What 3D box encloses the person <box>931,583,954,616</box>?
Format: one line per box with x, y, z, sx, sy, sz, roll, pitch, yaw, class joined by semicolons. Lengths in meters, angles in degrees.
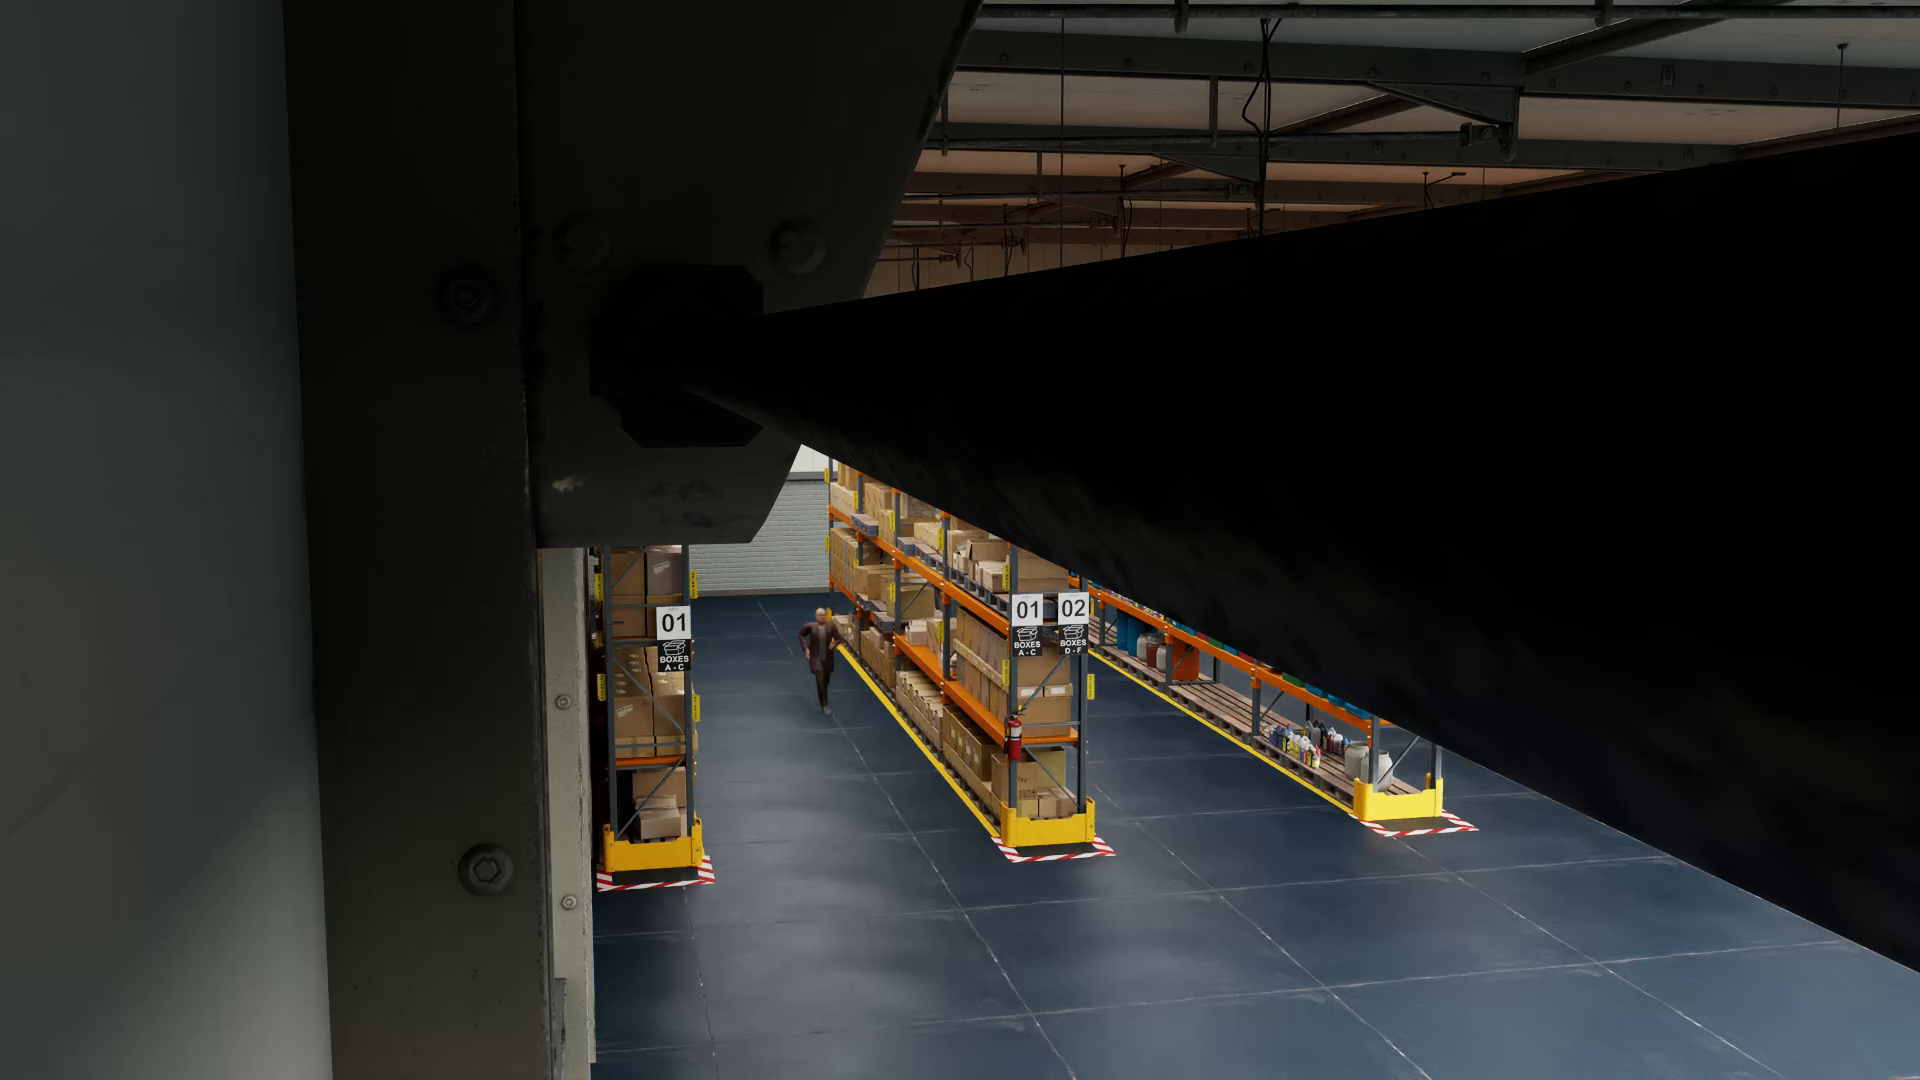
-0.389;1.248;36.195;0.593;1.583;0.519;-3;7;-23;person

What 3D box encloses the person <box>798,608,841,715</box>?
-2.394;2.048;28.607;0.716;1.784;0.962;-2;7;-15;person
